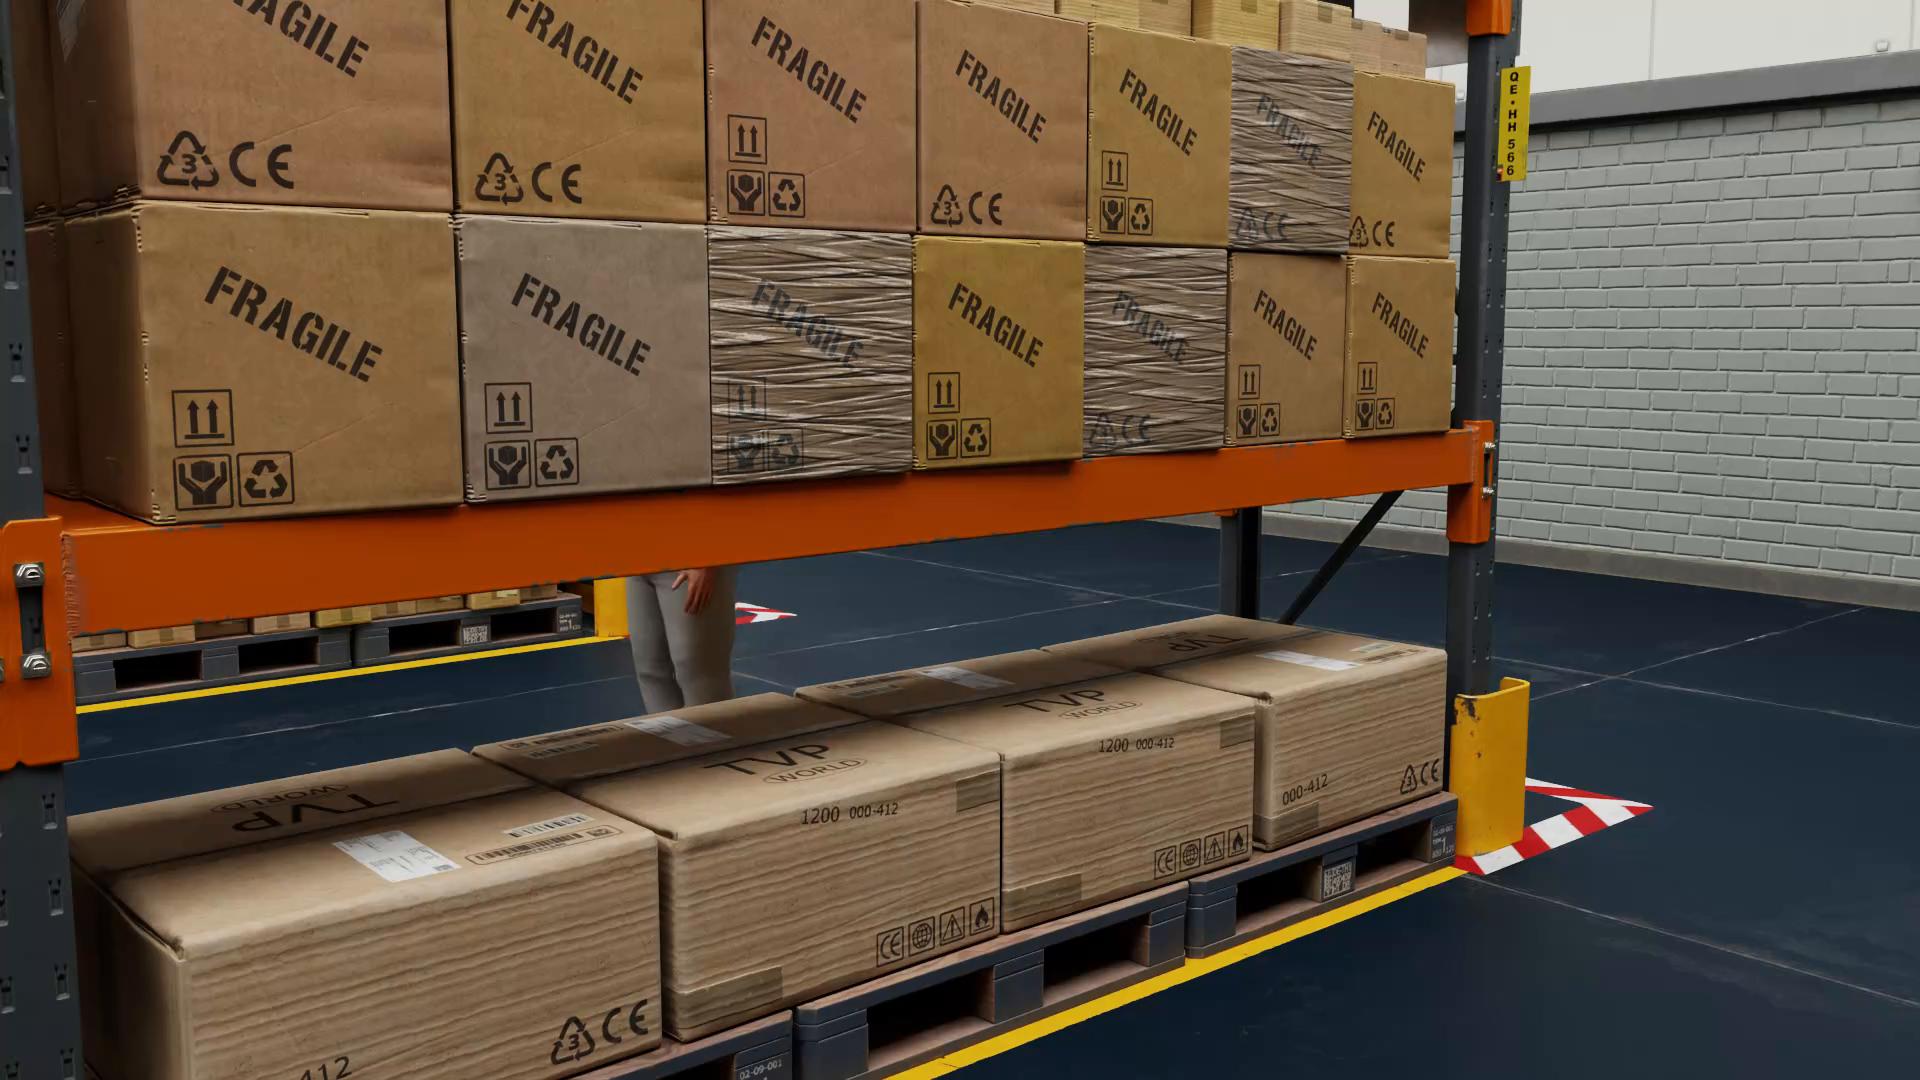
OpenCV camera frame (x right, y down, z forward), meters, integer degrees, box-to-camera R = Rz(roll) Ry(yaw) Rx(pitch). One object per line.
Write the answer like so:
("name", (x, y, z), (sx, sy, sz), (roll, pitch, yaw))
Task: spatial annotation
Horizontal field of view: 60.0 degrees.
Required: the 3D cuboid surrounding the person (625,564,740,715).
("person", (-0.902, 0.050, 5.347), (0.394, 1.759, 0.527), (-6, 10, -40))
